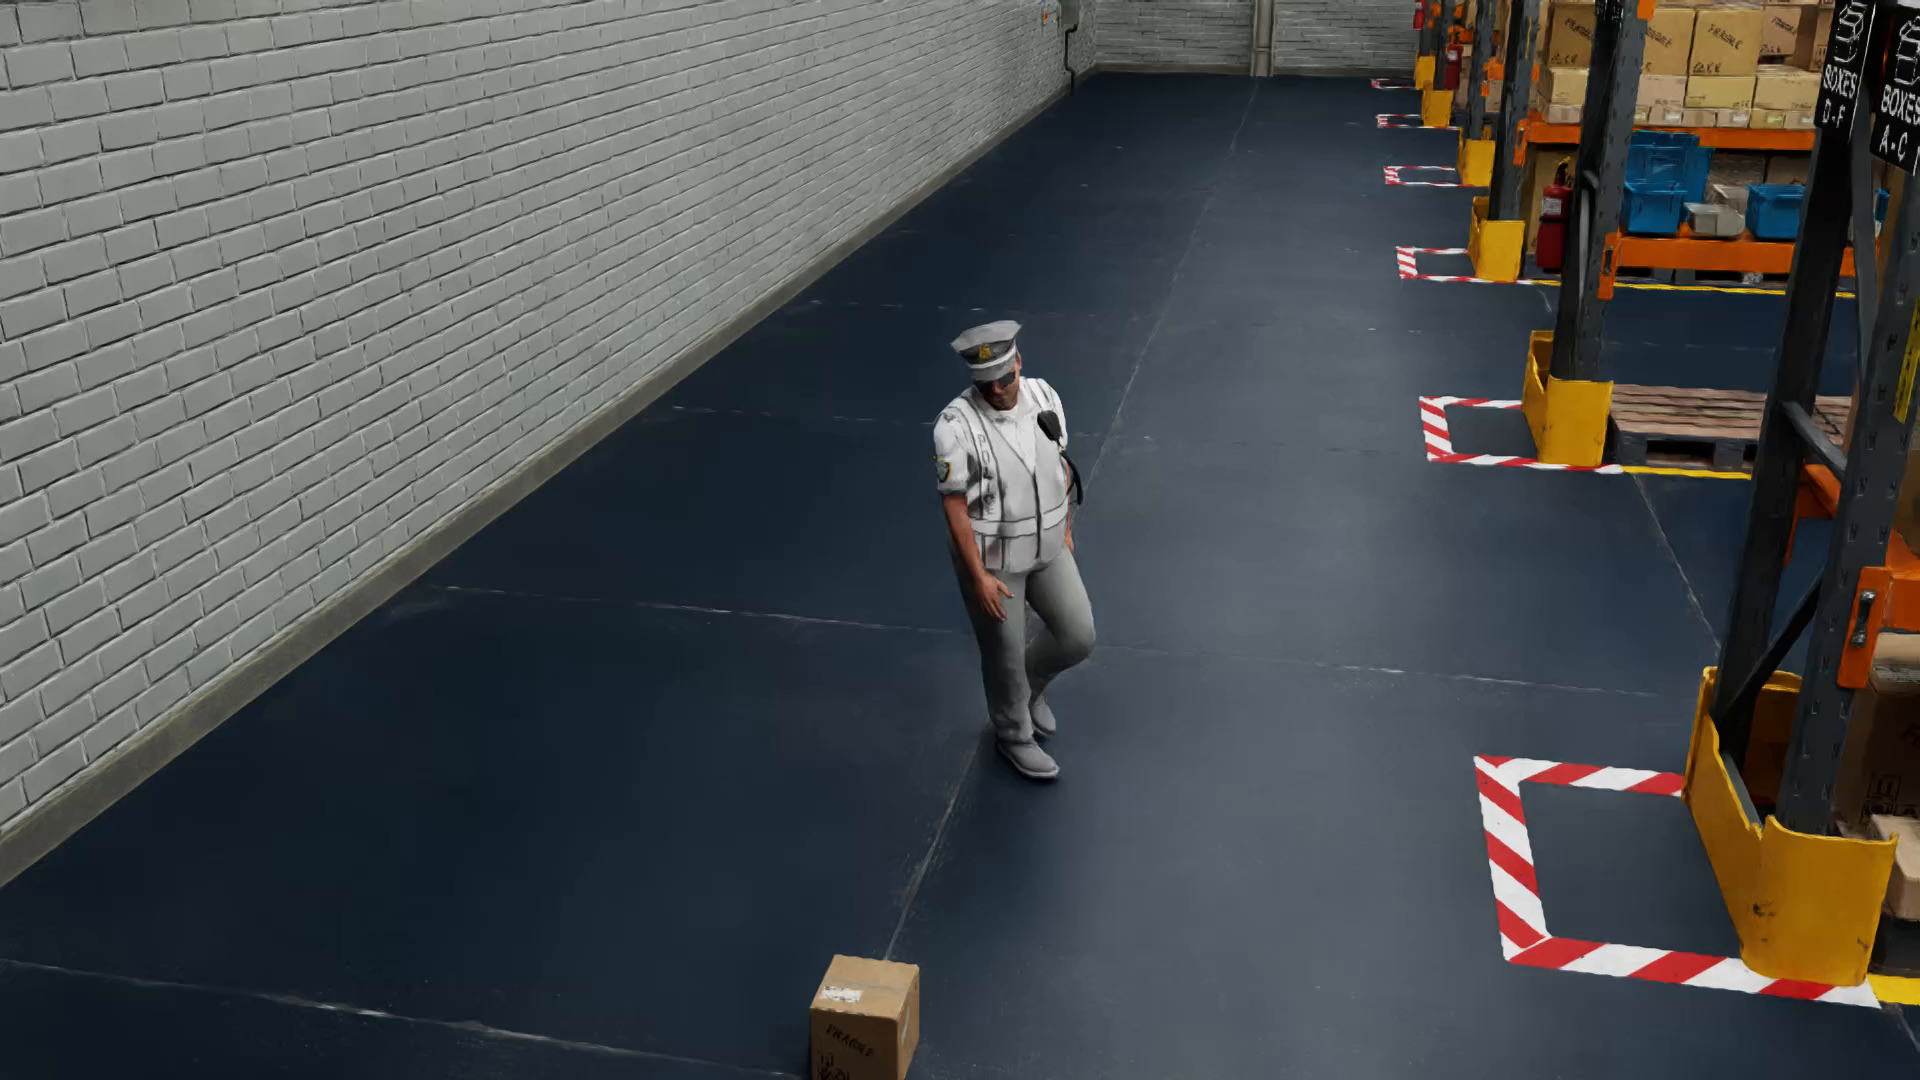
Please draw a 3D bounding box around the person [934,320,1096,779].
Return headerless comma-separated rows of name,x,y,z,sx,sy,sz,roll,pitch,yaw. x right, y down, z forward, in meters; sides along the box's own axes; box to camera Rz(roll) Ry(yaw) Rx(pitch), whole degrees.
person,0.166,0.034,5.994,0.608,1.728,0.490,-14,25,-32
